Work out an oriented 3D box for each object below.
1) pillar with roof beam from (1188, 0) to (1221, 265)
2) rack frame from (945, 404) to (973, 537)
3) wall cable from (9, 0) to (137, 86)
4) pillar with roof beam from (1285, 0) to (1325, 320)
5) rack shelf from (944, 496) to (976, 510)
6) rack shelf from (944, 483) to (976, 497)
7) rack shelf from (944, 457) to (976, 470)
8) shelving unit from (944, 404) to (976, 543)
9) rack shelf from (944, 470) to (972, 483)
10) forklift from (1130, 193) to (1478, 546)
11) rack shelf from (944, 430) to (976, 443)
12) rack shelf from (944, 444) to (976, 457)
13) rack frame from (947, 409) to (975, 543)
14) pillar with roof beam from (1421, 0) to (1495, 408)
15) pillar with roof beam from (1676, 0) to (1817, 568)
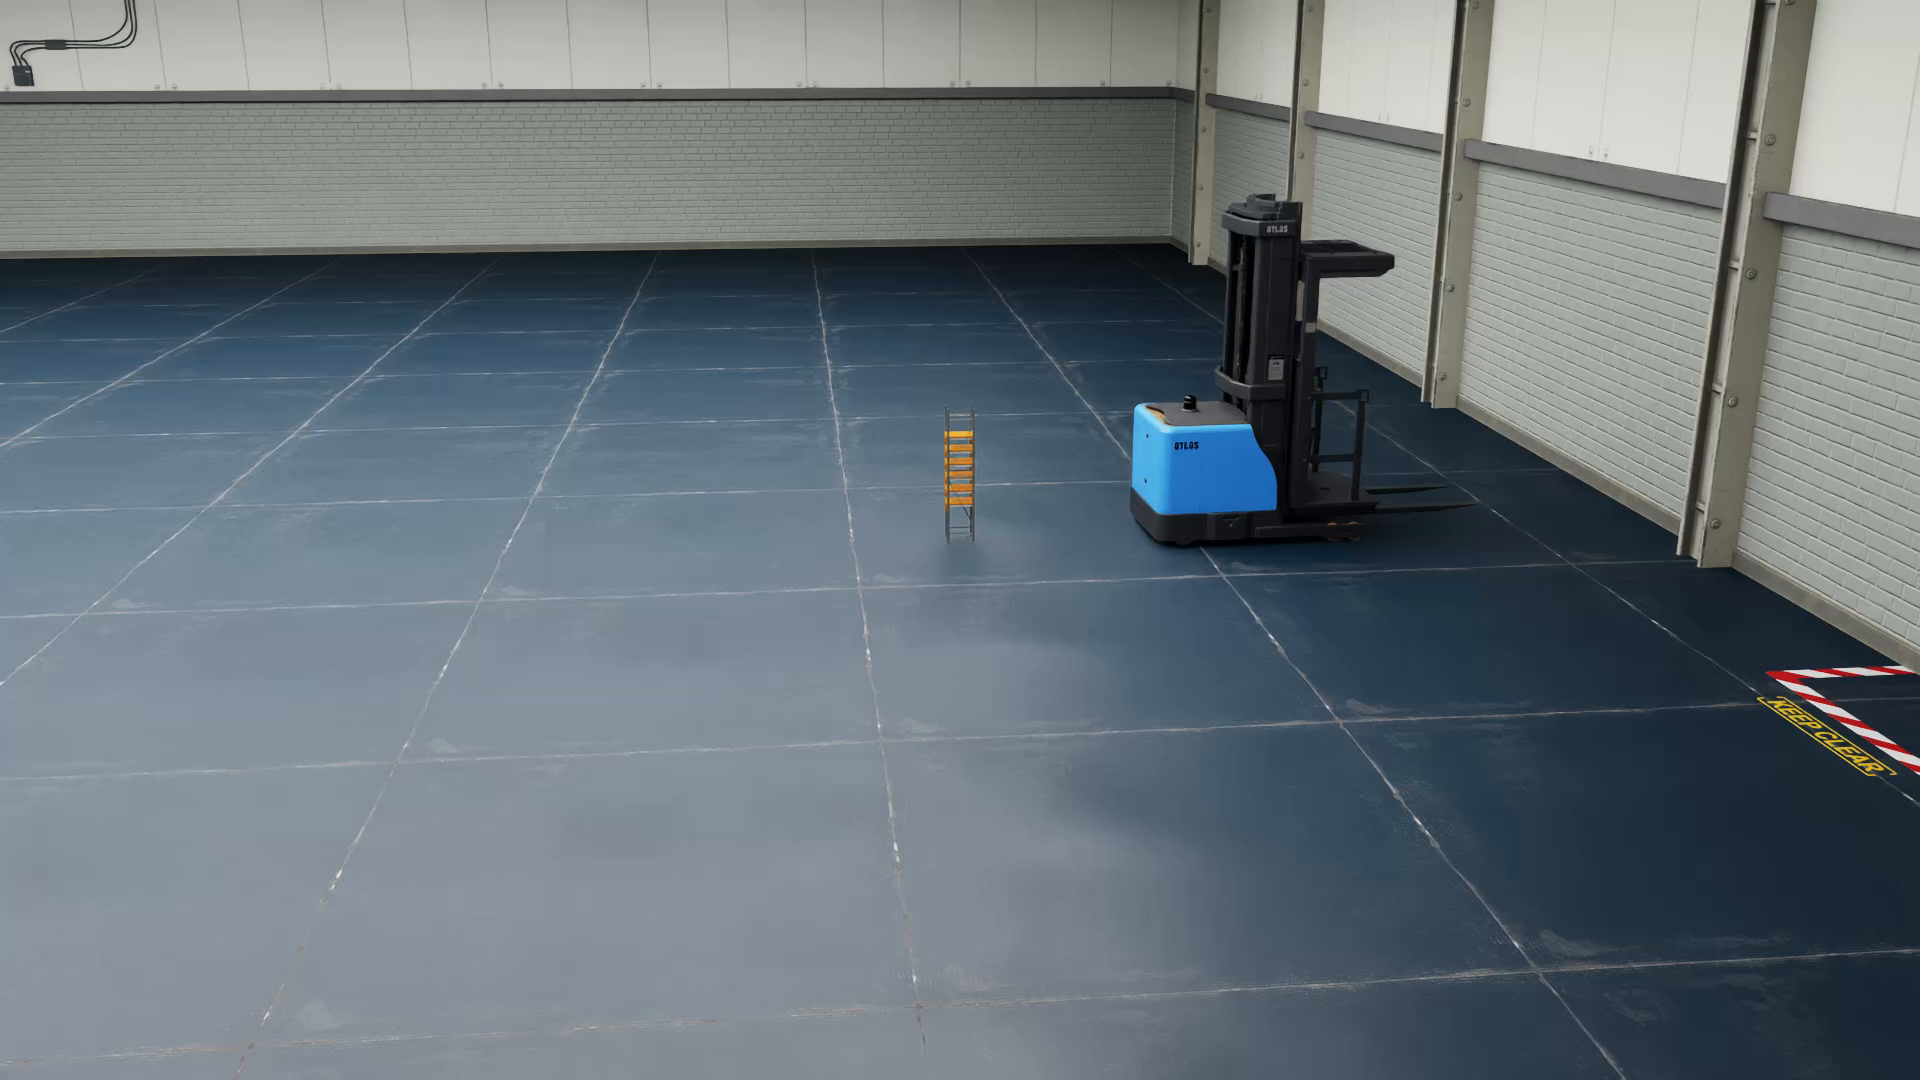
[{"bbox_3d":[0.197,-9.354,29.449,9.100,9.000,0.400,-2,18,-6],"label":"pillar with roof beam"},{"bbox_3d":[-0.011,-0.604,14.598,0.240,1.200,0.006,-2,18,-6],"label":"rack frame"},{"bbox_3d":[-16.397,-11.344,30.109,2.305,6.003,0.169,-2,18,-6],"label":"wall cable"},{"bbox_3d":[0.816,-7.567,23.755,9.100,9.000,0.400,-2,18,-6],"label":"pillar with roof beam"},{"bbox_3d":[-0.001,-0.305,14.596,0.258,0.103,0.180,-2,18,-6],"label":"rack shelf"},{"bbox_3d":[-0.002,-0.420,14.560,0.258,0.103,0.180,-2,18,-6],"label":"rack shelf"},{"bbox_3d":[-0.002,-0.649,14.488,0.258,0.103,0.180,-2,18,-6],"label":"rack shelf"},{"bbox_3d":[-0.002,-0.577,14.511,0.258,1.200,0.189,-2,18,-6],"label":"shelving unit"},{"bbox_3d":[-0.002,-0.534,14.524,0.258,0.103,0.180,-2,18,-6],"label":"rack shelf"},{"bbox_3d":[3.121,-1.537,14.679,3.031,2.935,1.130,-3,18,-9],"label":"forklift"},{"bbox_3d":[-0.002,-0.878,14.417,0.258,0.103,0.180,-2,18,-6],"label":"rack shelf"},{"bbox_3d":[-0.002,-0.763,14.453,0.258,0.103,0.180,-2,18,-6],"label":"rack shelf"},{"bbox_3d":[0.008,-0.550,14.424,0.240,1.200,0.006,-2,18,-6],"label":"rack frame"},{"bbox_3d":[1.435,-5.779,18.061,9.100,9.000,0.400,-2,18,-6],"label":"pillar with roof beam"},{"bbox_3d":[2.053,-3.991,12.367,9.100,9.000,0.400,-2,18,-6],"label":"pillar with roof beam"}]
